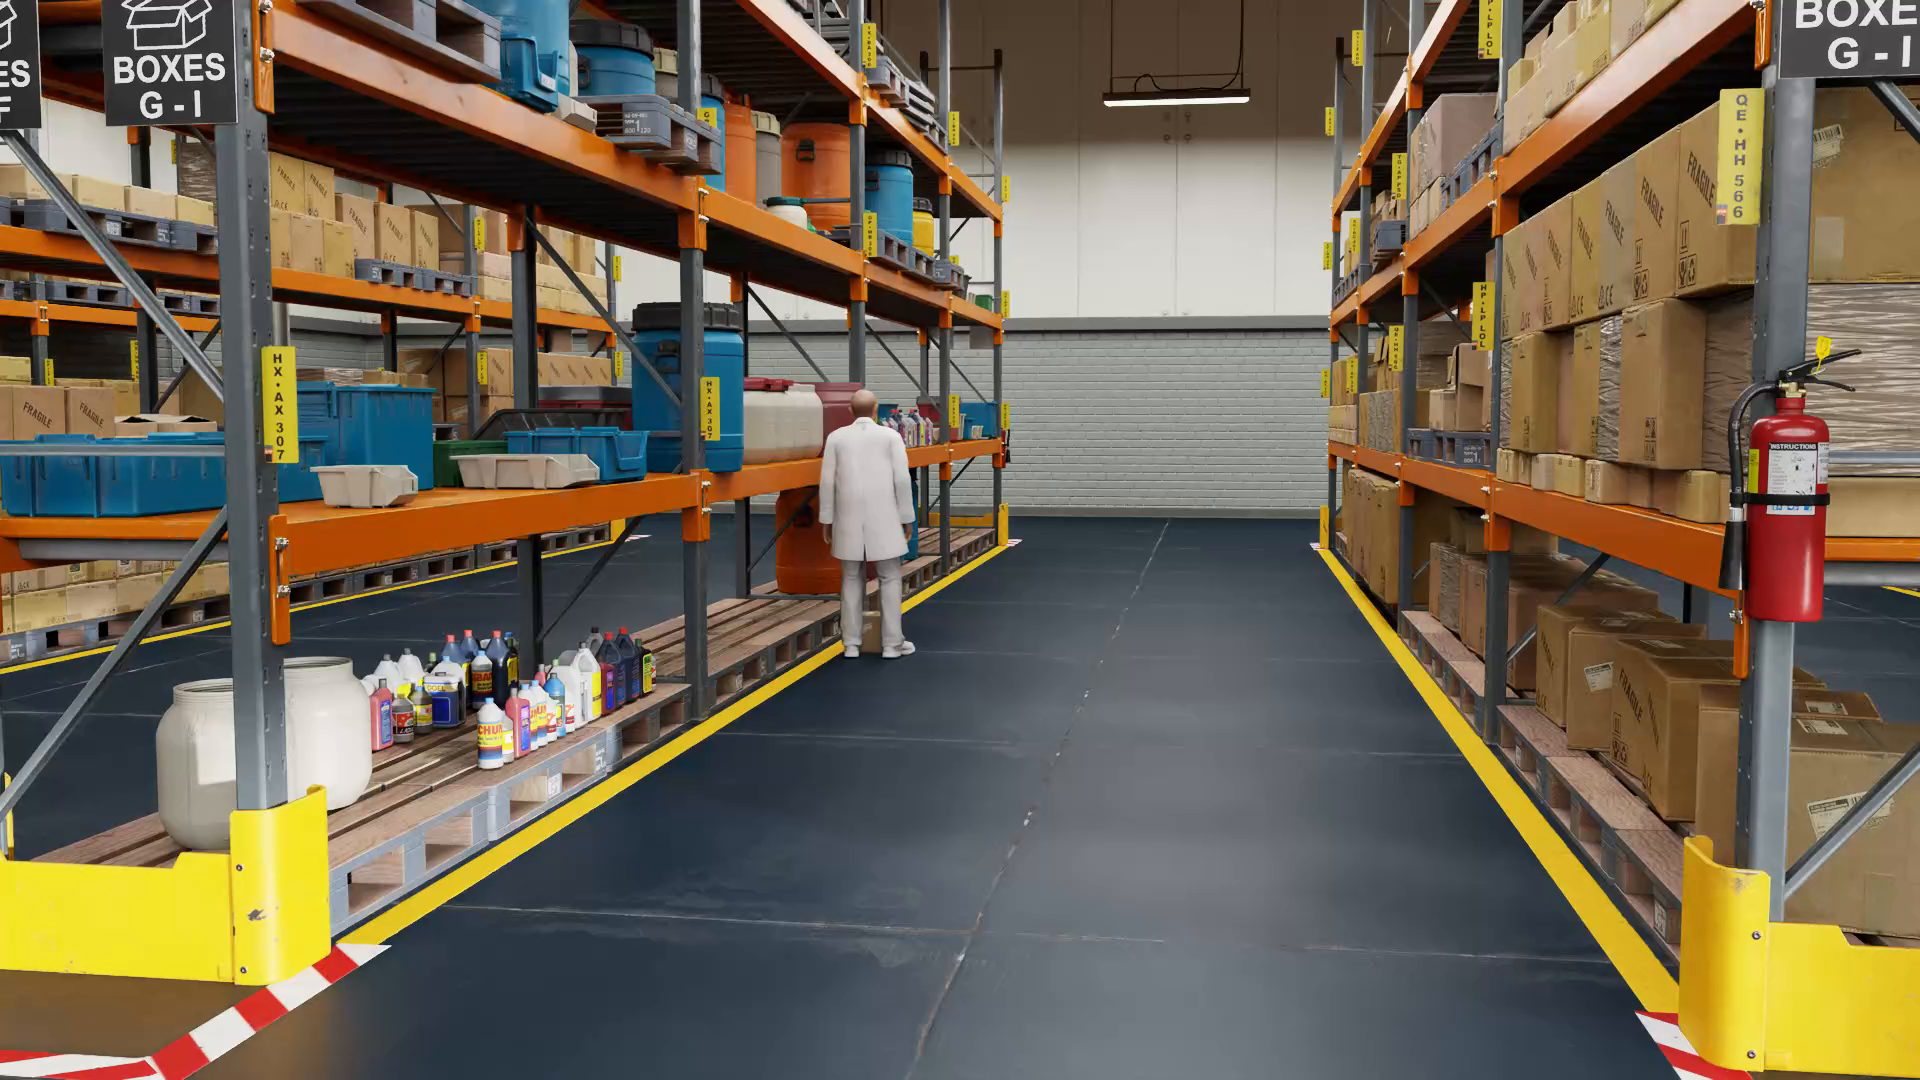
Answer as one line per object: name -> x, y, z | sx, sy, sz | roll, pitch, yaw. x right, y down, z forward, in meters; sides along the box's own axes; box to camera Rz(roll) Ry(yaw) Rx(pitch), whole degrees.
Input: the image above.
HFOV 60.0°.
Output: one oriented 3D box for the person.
person -> -0.621, -0.111, 11.056 | 0.648, 1.772, 0.429 | 0, 4, 5
